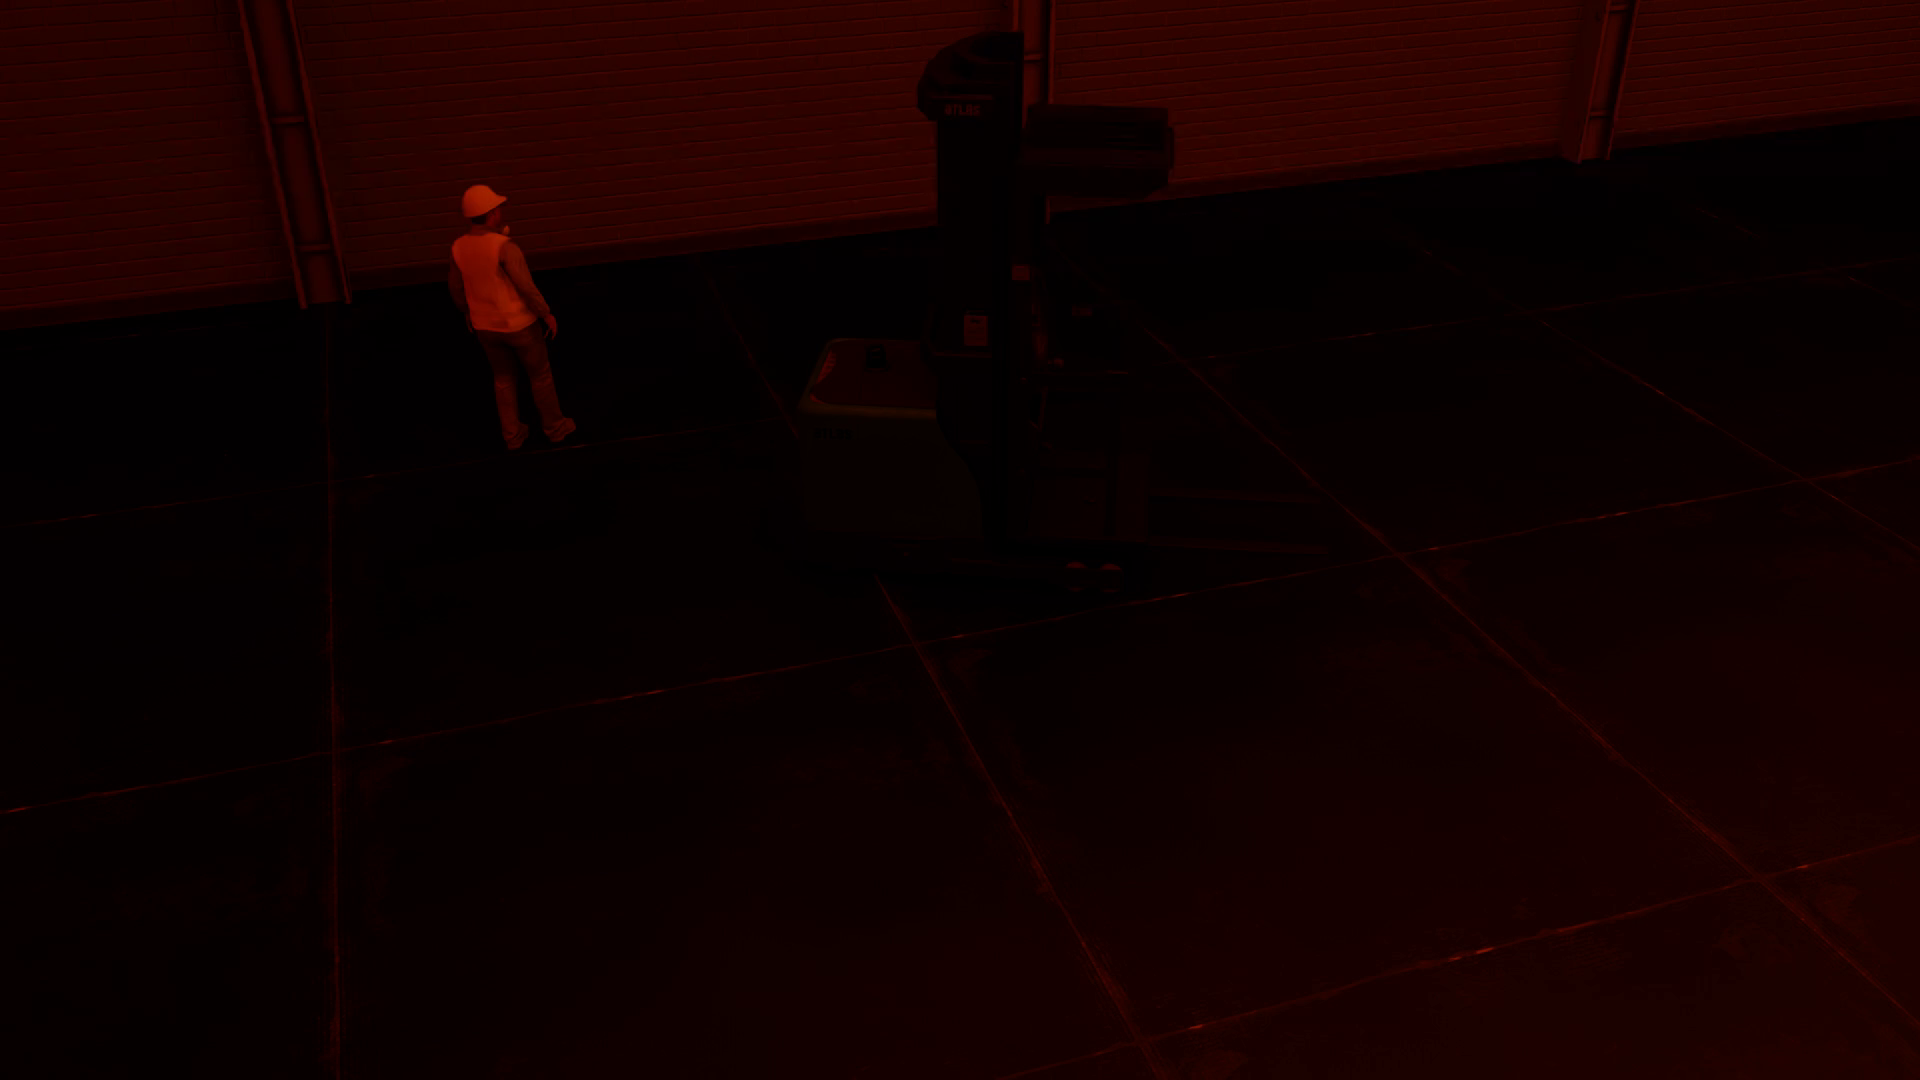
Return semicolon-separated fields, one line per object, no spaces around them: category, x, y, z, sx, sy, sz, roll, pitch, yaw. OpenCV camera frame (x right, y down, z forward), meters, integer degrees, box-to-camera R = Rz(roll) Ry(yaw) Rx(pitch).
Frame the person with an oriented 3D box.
person;-2.906;-1.453;10.773;0.688;1.774;0.544;8;31;13

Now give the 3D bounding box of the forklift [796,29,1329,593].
forklift;0.628;-1.247;9.254;3.031;2.935;1.130;3;30;5
